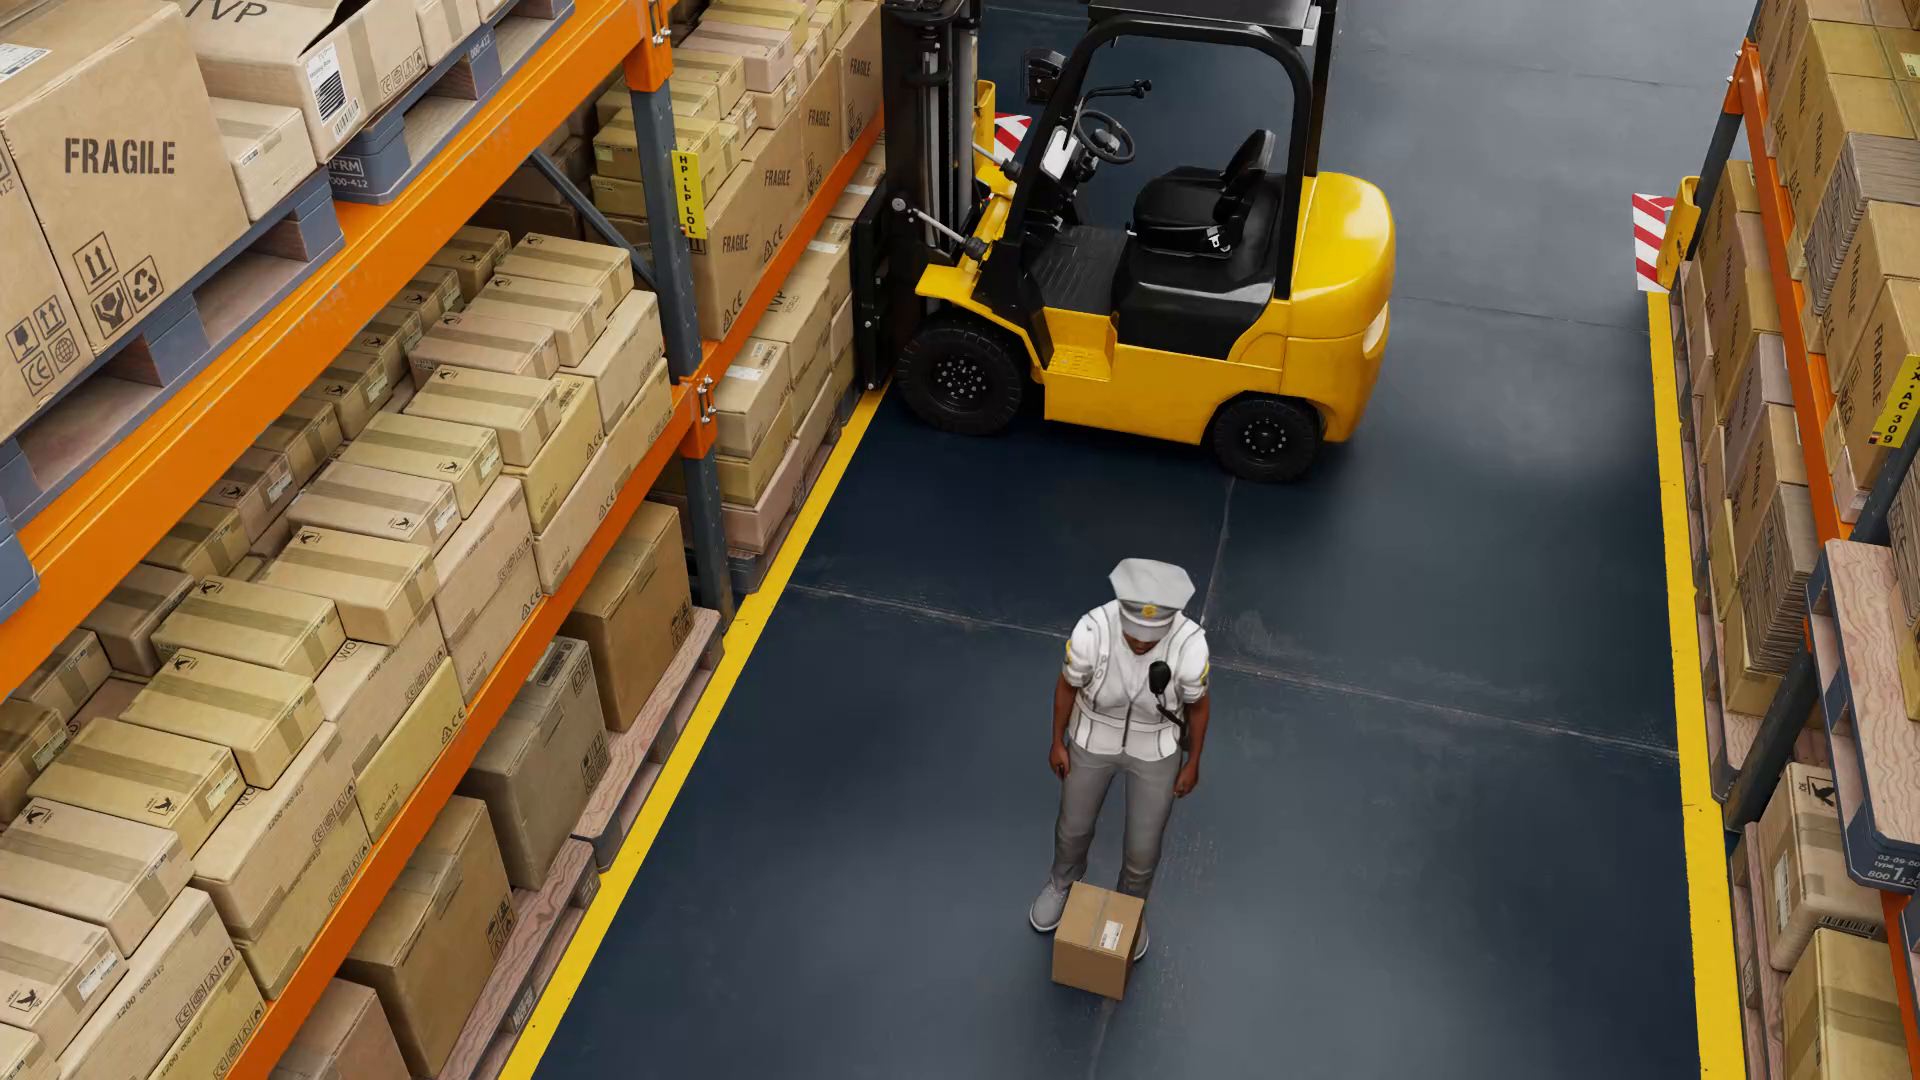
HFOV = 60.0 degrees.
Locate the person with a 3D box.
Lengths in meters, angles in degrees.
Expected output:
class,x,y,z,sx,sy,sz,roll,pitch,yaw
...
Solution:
class,x,y,z,sx,sy,sz,roll,pitch,yaw
person,0.520,0.692,5.370,0.523,1.658,0.427,8,42,9
